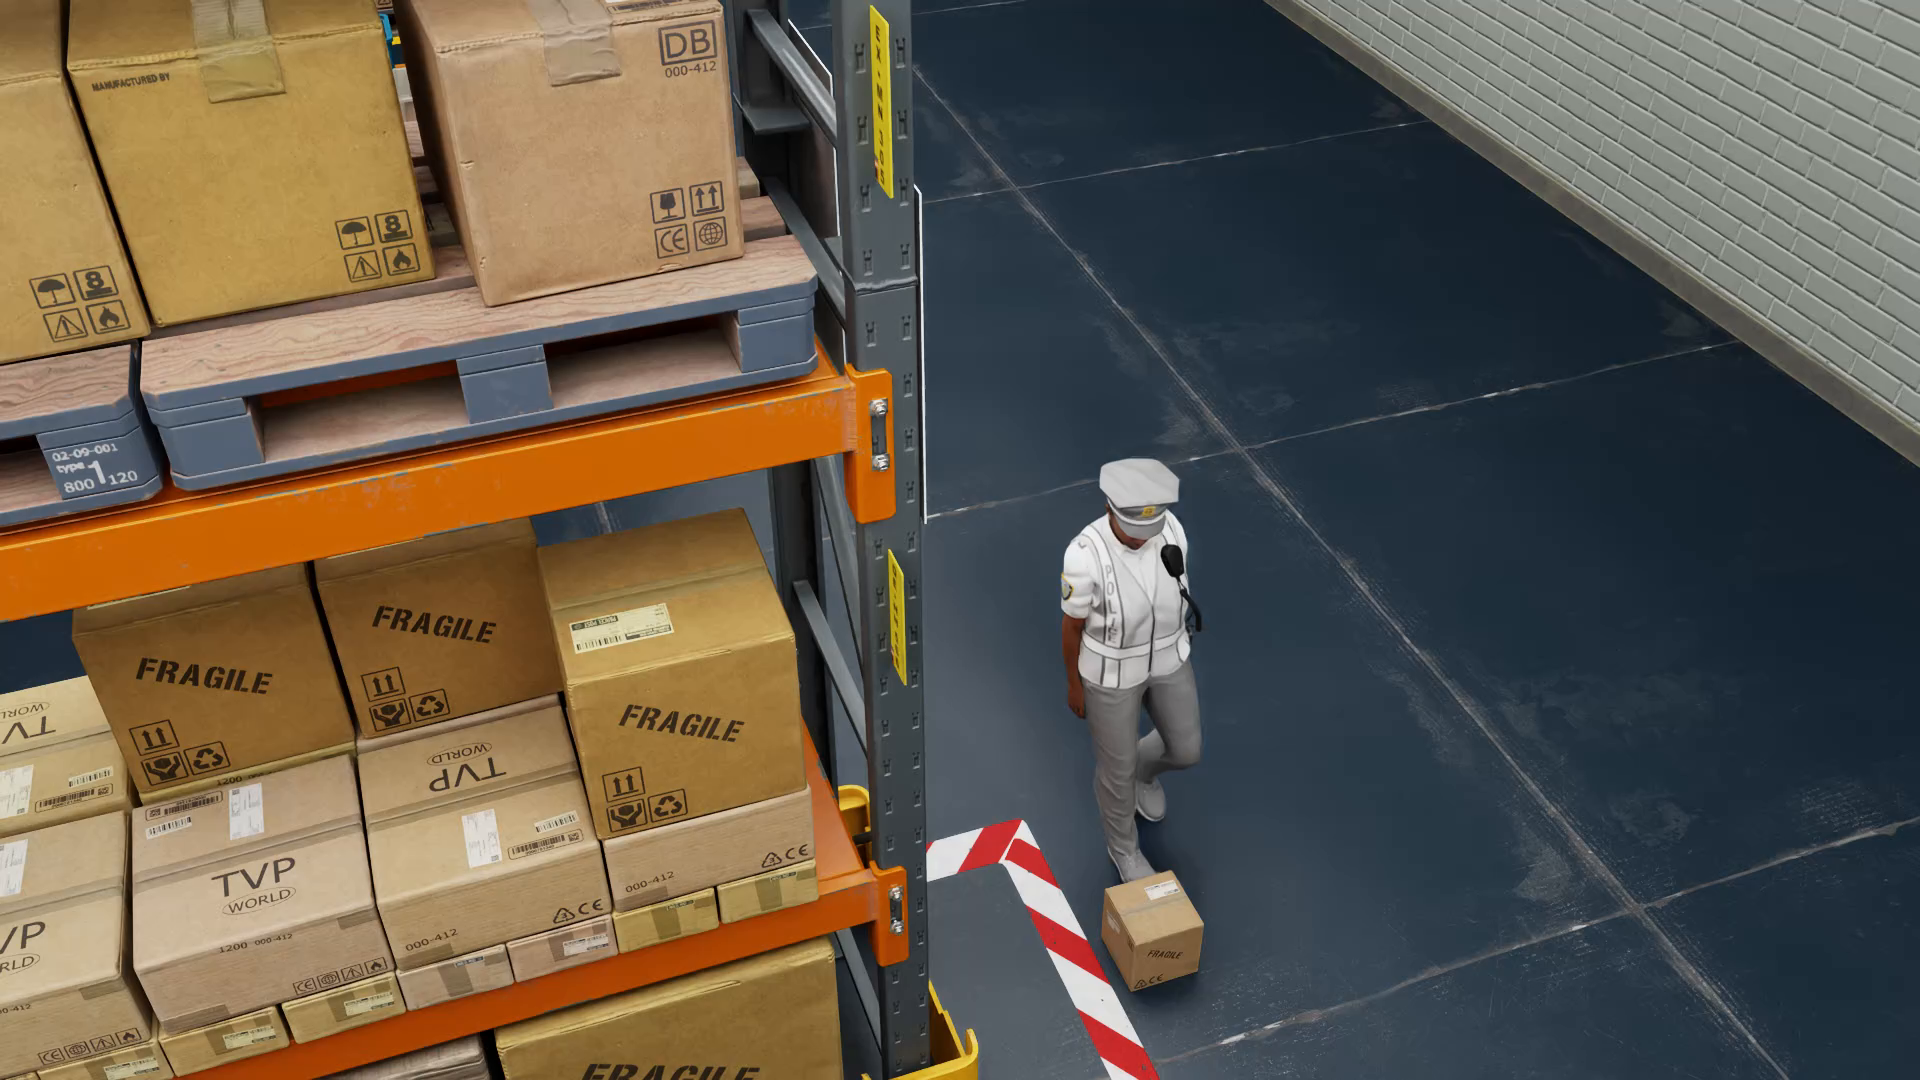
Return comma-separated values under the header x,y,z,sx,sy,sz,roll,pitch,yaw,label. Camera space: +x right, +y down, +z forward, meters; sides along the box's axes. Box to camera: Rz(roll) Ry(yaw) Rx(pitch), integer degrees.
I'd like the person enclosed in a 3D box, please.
x,y,z,sx,sy,sz,roll,pitch,yaw,label
0.593,0.461,5.527,0.477,1.647,0.540,-15,40,-18,person
